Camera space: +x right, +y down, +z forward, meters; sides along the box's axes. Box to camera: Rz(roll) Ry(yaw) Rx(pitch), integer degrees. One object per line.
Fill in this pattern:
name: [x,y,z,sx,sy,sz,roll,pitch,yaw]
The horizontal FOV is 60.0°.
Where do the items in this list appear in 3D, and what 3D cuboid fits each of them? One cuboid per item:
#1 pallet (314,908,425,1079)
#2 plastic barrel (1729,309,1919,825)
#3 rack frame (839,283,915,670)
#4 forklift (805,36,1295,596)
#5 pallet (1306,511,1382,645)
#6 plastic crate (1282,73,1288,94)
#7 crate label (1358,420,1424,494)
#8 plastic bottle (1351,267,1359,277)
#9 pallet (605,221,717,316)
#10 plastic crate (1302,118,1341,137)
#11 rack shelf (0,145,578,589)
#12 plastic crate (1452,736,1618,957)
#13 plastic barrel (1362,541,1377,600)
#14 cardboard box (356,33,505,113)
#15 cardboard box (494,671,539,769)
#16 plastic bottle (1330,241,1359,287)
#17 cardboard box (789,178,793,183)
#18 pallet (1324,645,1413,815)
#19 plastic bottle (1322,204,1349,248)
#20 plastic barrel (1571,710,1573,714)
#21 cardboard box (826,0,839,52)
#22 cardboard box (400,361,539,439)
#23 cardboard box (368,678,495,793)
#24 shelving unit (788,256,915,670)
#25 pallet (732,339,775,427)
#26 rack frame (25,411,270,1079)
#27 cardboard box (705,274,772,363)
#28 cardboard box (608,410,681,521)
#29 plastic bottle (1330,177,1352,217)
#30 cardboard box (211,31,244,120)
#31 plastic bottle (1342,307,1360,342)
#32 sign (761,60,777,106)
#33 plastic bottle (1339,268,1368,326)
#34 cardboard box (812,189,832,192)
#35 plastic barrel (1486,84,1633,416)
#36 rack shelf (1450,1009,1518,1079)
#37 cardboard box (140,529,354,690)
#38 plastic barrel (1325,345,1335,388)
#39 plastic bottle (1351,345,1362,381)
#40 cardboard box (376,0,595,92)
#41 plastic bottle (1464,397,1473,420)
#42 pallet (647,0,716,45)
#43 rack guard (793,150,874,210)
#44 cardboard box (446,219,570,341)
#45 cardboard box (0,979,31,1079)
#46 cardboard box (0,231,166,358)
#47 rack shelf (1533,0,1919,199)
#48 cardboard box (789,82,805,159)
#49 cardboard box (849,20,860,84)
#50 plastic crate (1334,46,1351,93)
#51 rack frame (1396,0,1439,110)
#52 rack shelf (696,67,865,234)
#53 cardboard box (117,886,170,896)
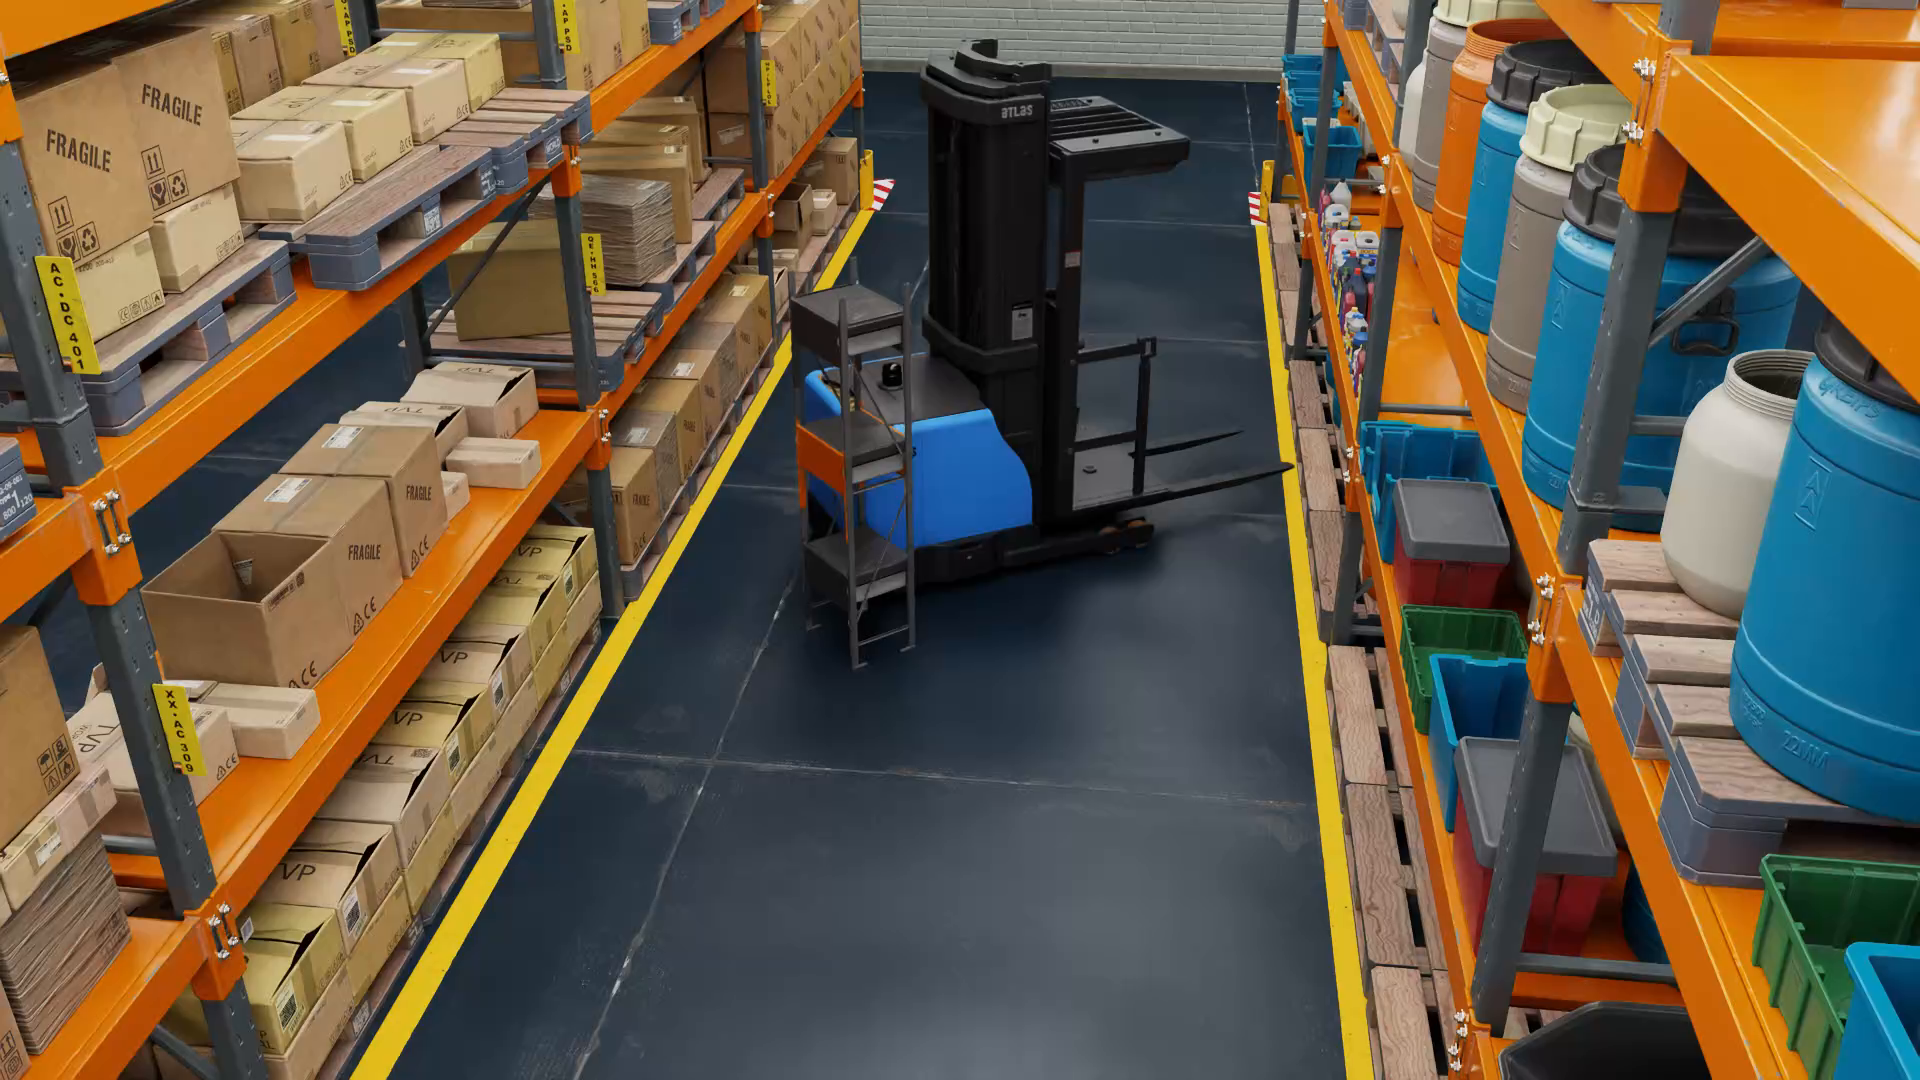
pallet: [-2.855,1.838,6.615,1.003,0.211,1.213,3,28,6]
plastic barrel: [1.780,-0.014,2.980,0.600,0.901,0.708,3,28,6]
rack frame: [-0.414,-0.282,8.559,0.400,2.100,0.015,-18,33,-30]
forklift: [0.630,-1.422,9.799,3.031,2.935,1.130,-12,30,-21]
pallet: [2.554,0.221,9.618,1.003,0.211,1.213,3,28,6]
plastic crate: [3.000,-4.066,14.849,0.250,0.136,0.298,3,28,6]
crate label: [2.075,-0.383,7.975,0.303,0.233,0.416,3,28,6]
plastic bottle: [2.364,-1.481,9.960,0.061,0.283,0.133,3,28,6]
pallet: [-2.183,-1.754,10.546,1.003,0.211,1.213,3,28,6]
plastic crate: [2.904,-3.264,13.360,0.293,0.136,0.466,3,28,6]
rack shelf: [-2.662,-0.985,6.512,1.077,0.370,4.000,3,28,6]
plastic crate: [1.764,0.976,5.209,0.402,0.464,0.583,3,28,6]
plastic barrel: [2.542,-0.094,9.107,0.600,0.830,0.708,3,28,6]
cardboard box: [-2.417,-2.145,7.622,0.500,0.250,0.500,1,28,2]
cardboard box: [-2.363,0.844,7.977,0.500,0.250,0.500,4,29,7]
plastic bottle: [2.412,-1.721,10.412,0.152,0.276,0.135,3,28,6]
cardboard box: [-1.846,-3.197,15.457,0.500,0.250,0.500,3,28,6]
pallet: [2.365,0.957,8.252,1.003,0.211,1.213,3,28,6]
plastic bottle: [2.509,-2.094,11.104,0.152,0.276,0.135,3,28,6]
plastic barrel: [2.433,0.407,6.189,0.433,0.535,0.433,0,28,0]
cardboard box: [-1.338,-4.465,14.216,0.500,0.500,0.500,4,29,8]
cardboard box: [-2.505,-0.715,8.508,0.500,0.311,0.500,5,29,9]
cardboard box: [-2.422,0.835,7.403,0.500,0.311,0.500,4,29,8]
shelving unit: [-0.555,-0.376,8.735,0.431,2.100,0.503,-18,33,-30]
pallet: [-1.989,-1.193,12.242,1.003,0.211,1.213,3,28,6]
rack frame: [-2.907,0.960,5.305,1.000,3.000,0.127,3,28,6]
cardboard box: [-1.703,-1.650,12.322,0.500,0.500,0.500,3,28,6]
cardboard box: [-2.019,-0.461,10.114,0.500,0.500,0.500,2,28,4]
plastic bottle: [2.619,-2.329,11.462,0.144,0.351,0.185,3,28,6]
cardboard box: [-6.666,-3.822,13.865,0.980,0.700,0.700,3,28,5]
plastic bottle: [2.269,-1.244,9.605,0.097,0.201,0.097,0,28,0]
sign: [-1.375,-3.285,11.964,0.100,0.325,0.005,3,28,6]
plastic bottle: [2.326,-1.437,9.807,0.144,0.351,0.185,3,28,6]
cardboard box: [-1.398,-3.179,15.512,0.380,0.166,0.250,3,28,6]
plastic barrel: [1.936,-0.852,4.977,0.600,0.901,0.600,0,28,0]
rack shelf: [1.764,2.508,3.191,1.077,0.370,4.000,3,28,6]
cardboard box: [-2.732,0.307,6.411,0.500,0.500,0.500,5,29,10]
plastic barrel: [2.905,-1.522,11.682,0.600,0.901,0.708,3,28,6]
plastic bottle: [2.197,-0.969,9.095,0.097,0.201,0.097,0,28,0]
cardboard box: [-2.397,-2.495,8.450,0.910,0.500,0.500,3,28,6]
plastic bottle: [2.722,-0.772,8.652,0.152,0.276,0.135,3,28,6]
pallet: [-2.200,-3.252,10.160,1.213,0.211,1.003,3,28,6]
rack guard: [-1.446,-3.552,16.317,1.175,0.500,0.348,3,28,6]
cardboard box: [-2.452,-1.455,9.240,0.700,0.500,0.500,-6,29,-11]
cardboard box: [-3.013,1.374,4.432,0.700,0.500,0.500,3,28,6]
cardboard box: [-2.822,-0.769,5.067,0.500,0.250,0.500,6,29,11]
rack shelf: [2.254,-1.840,5.358,1.077,0.370,4.000,3,28,6]
cardboard box: [-1.534,-3.315,13.135,0.500,0.500,0.500,4,29,7]
cardboard box: [-1.221,-4.506,15.346,0.500,0.500,0.500,4,29,8]
plastic crate: [3.623,-4.273,14.917,0.616,0.435,0.499,3,28,6]
rack frame: [2.499,-3.274,6.840,1.000,3.000,0.127,3,28,6]
rack shelf: [-1.682,-3.430,14.213,1.077,0.370,4.000,3,28,6]
cardboard box: [-3.084,1.286,6.565,0.500,0.311,0.500,4,29,8]
